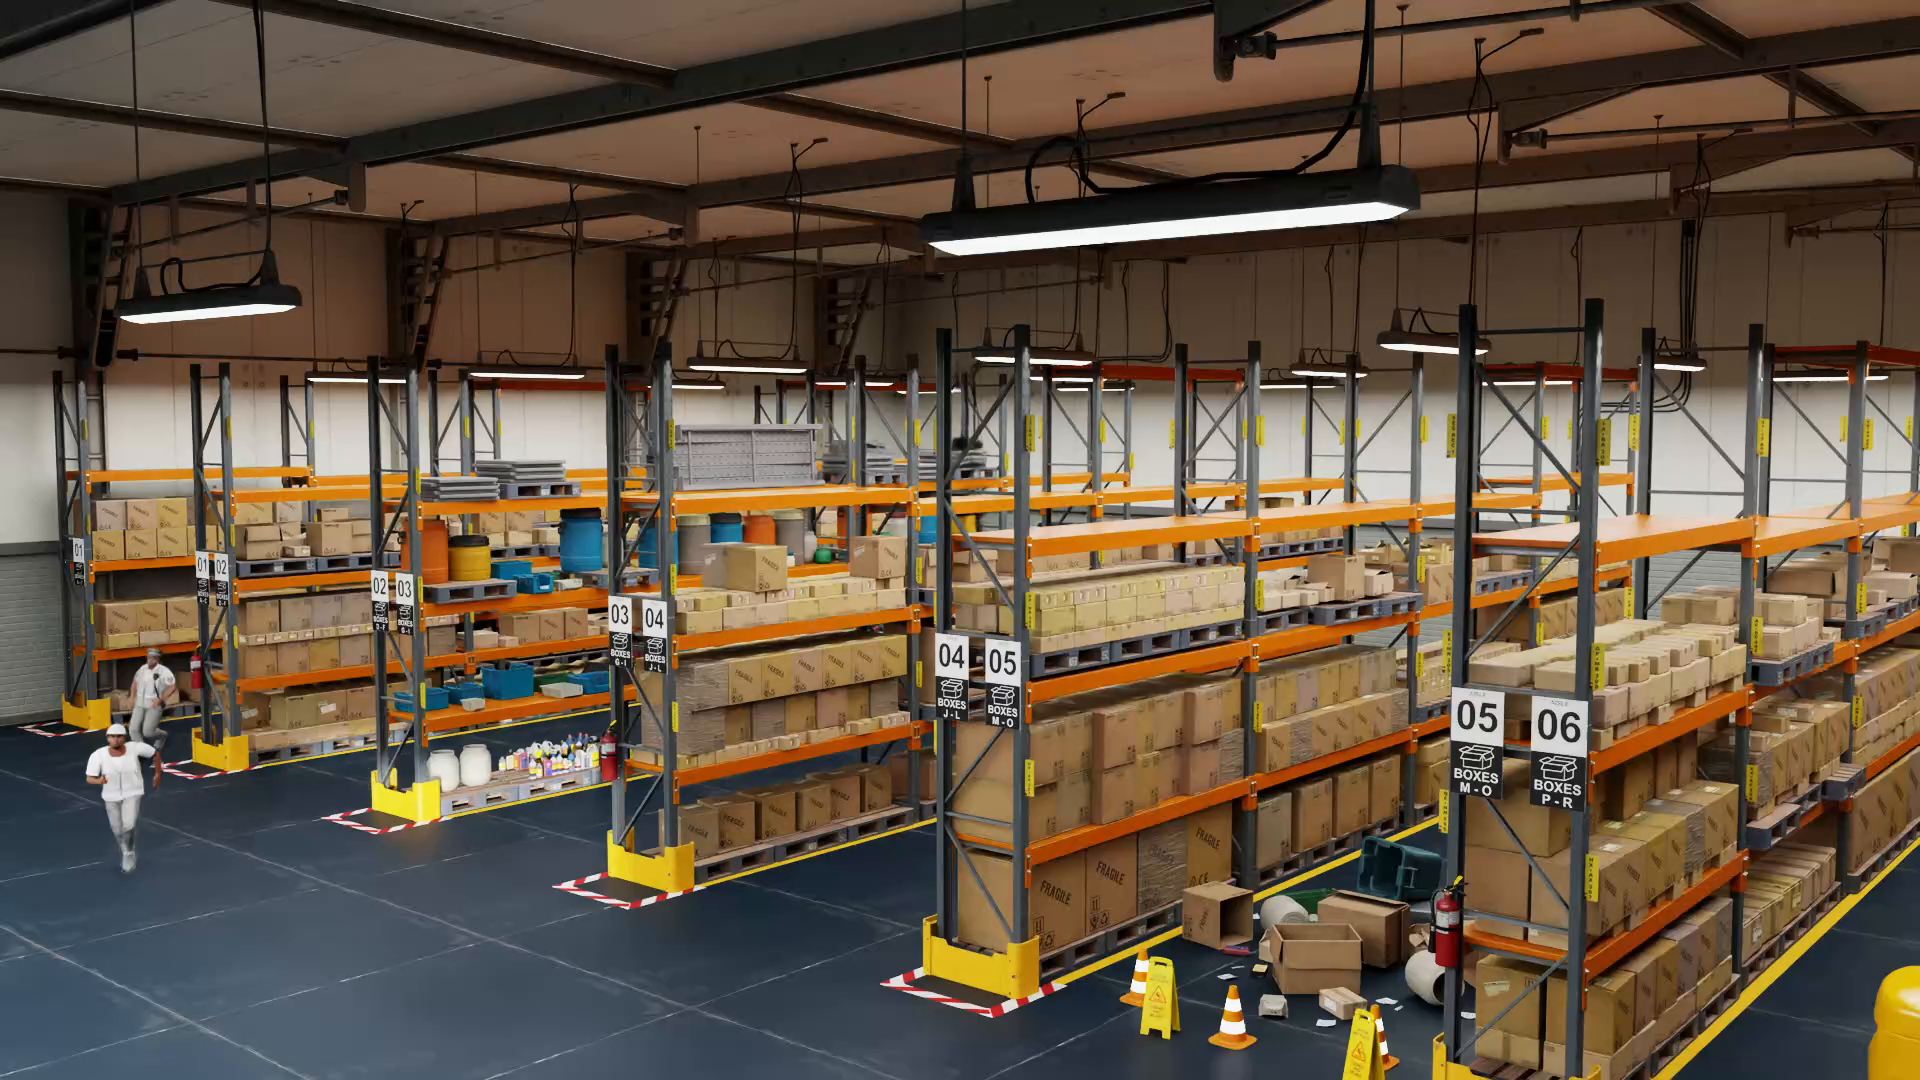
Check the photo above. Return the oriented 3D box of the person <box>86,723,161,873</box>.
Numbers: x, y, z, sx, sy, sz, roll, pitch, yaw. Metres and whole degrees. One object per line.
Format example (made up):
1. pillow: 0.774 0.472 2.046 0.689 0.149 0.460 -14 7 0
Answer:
1. person: -9.489 2.918 18.868 0.735 1.719 0.783 -1 4 -20

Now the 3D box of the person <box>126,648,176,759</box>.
1. person: -12.283 2.484 25.299 0.705 1.725 0.692 1 4 7
